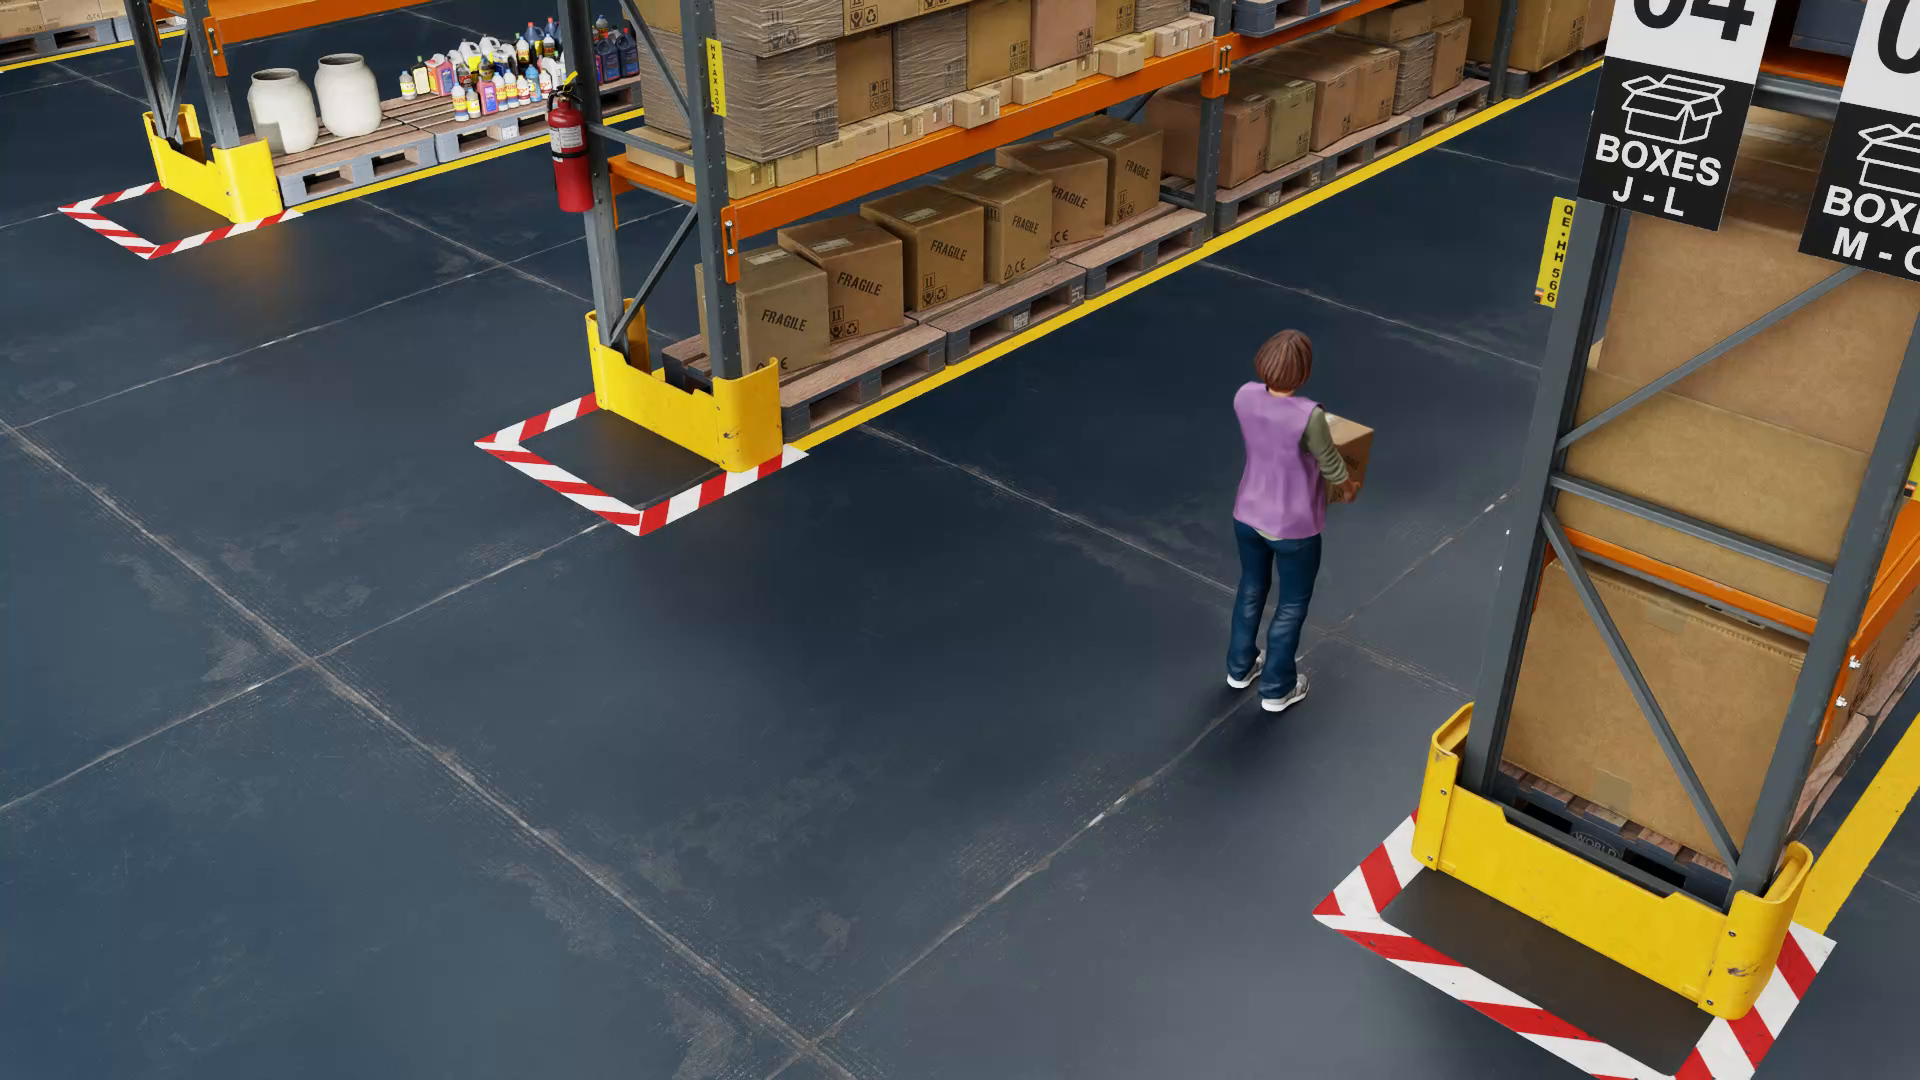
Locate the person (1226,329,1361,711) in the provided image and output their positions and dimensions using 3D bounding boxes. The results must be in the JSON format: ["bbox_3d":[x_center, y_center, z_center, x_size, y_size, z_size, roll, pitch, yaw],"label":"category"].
[{"bbox_3d":[1.258,-0.102,6.315,0.404,1.591,0.495,27,41,36],"label":"person"}]
